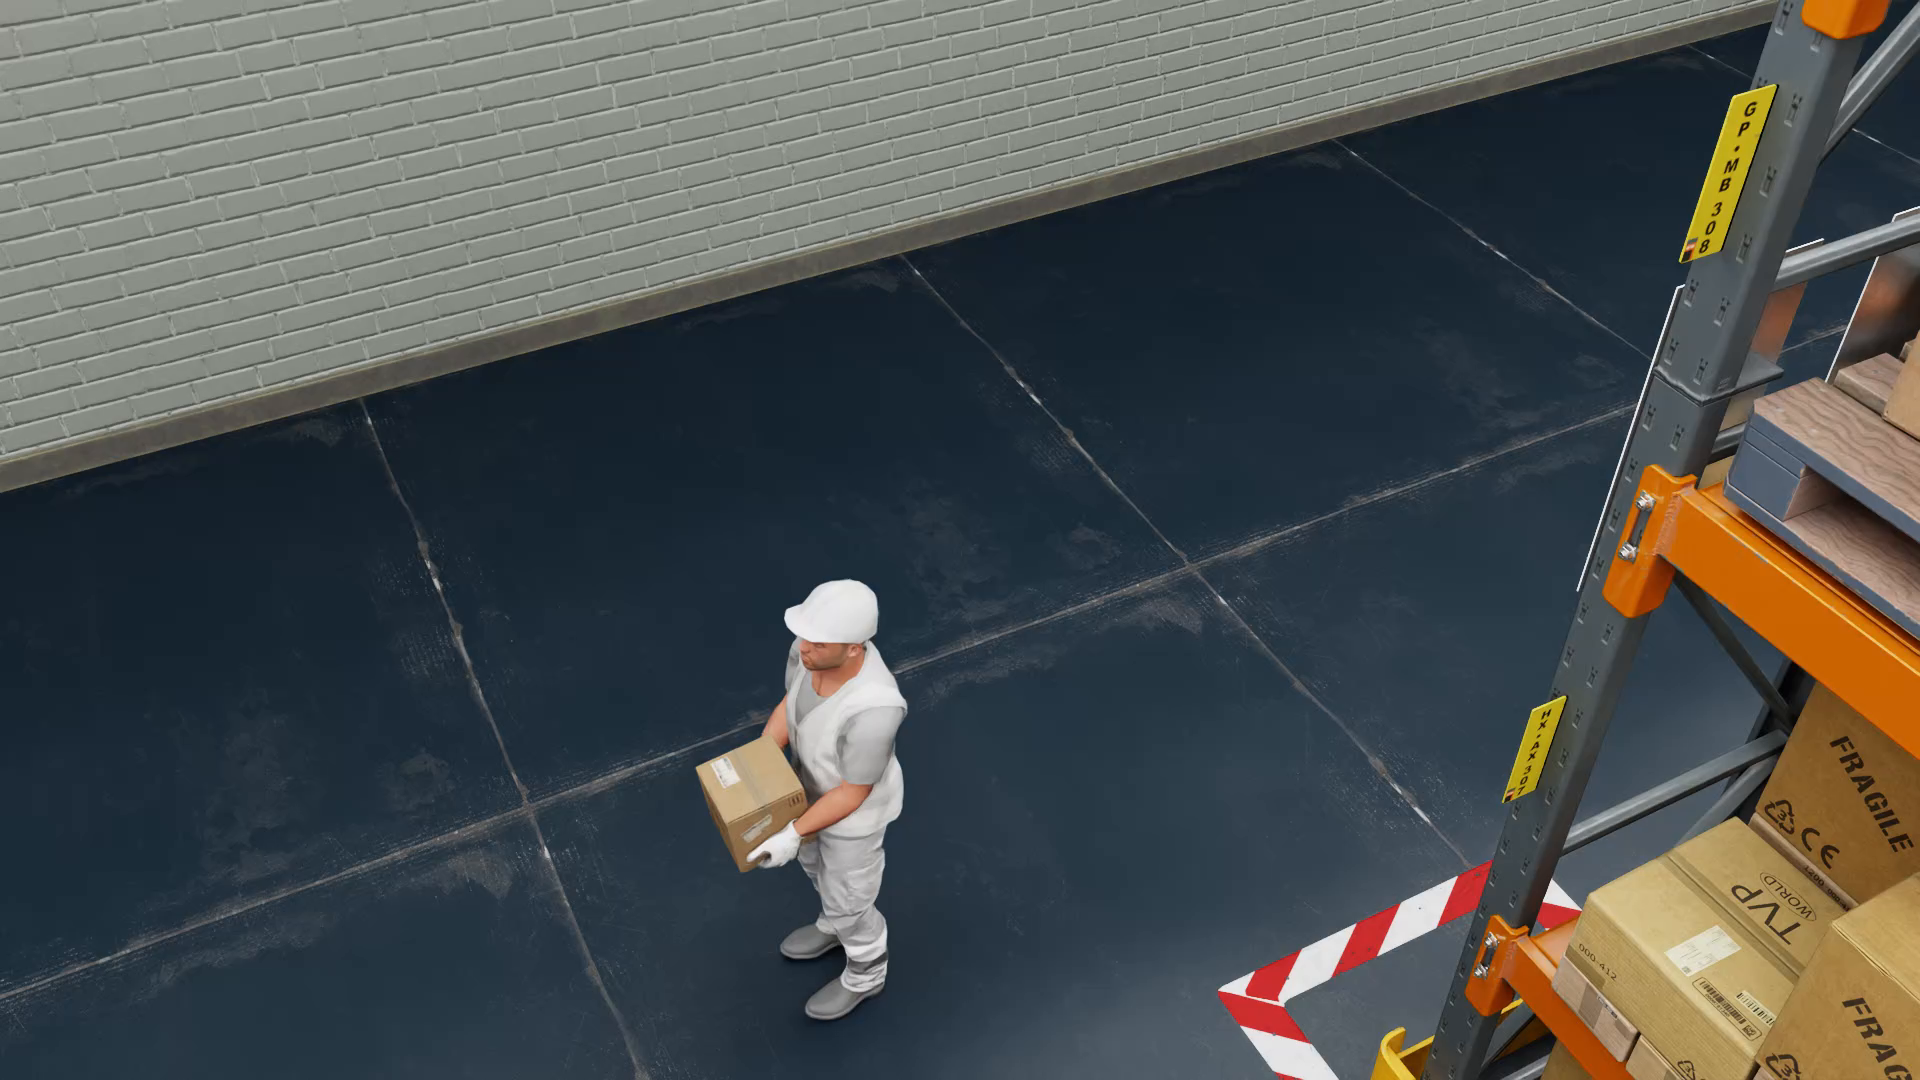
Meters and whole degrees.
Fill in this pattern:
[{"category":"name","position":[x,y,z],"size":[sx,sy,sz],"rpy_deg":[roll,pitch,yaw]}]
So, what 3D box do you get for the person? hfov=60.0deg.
[{"category":"person","position":[-0.455,0.842,5.165],"size":[0.547,1.793,0.519],"rpy_deg":[-19,44,-21]}]
